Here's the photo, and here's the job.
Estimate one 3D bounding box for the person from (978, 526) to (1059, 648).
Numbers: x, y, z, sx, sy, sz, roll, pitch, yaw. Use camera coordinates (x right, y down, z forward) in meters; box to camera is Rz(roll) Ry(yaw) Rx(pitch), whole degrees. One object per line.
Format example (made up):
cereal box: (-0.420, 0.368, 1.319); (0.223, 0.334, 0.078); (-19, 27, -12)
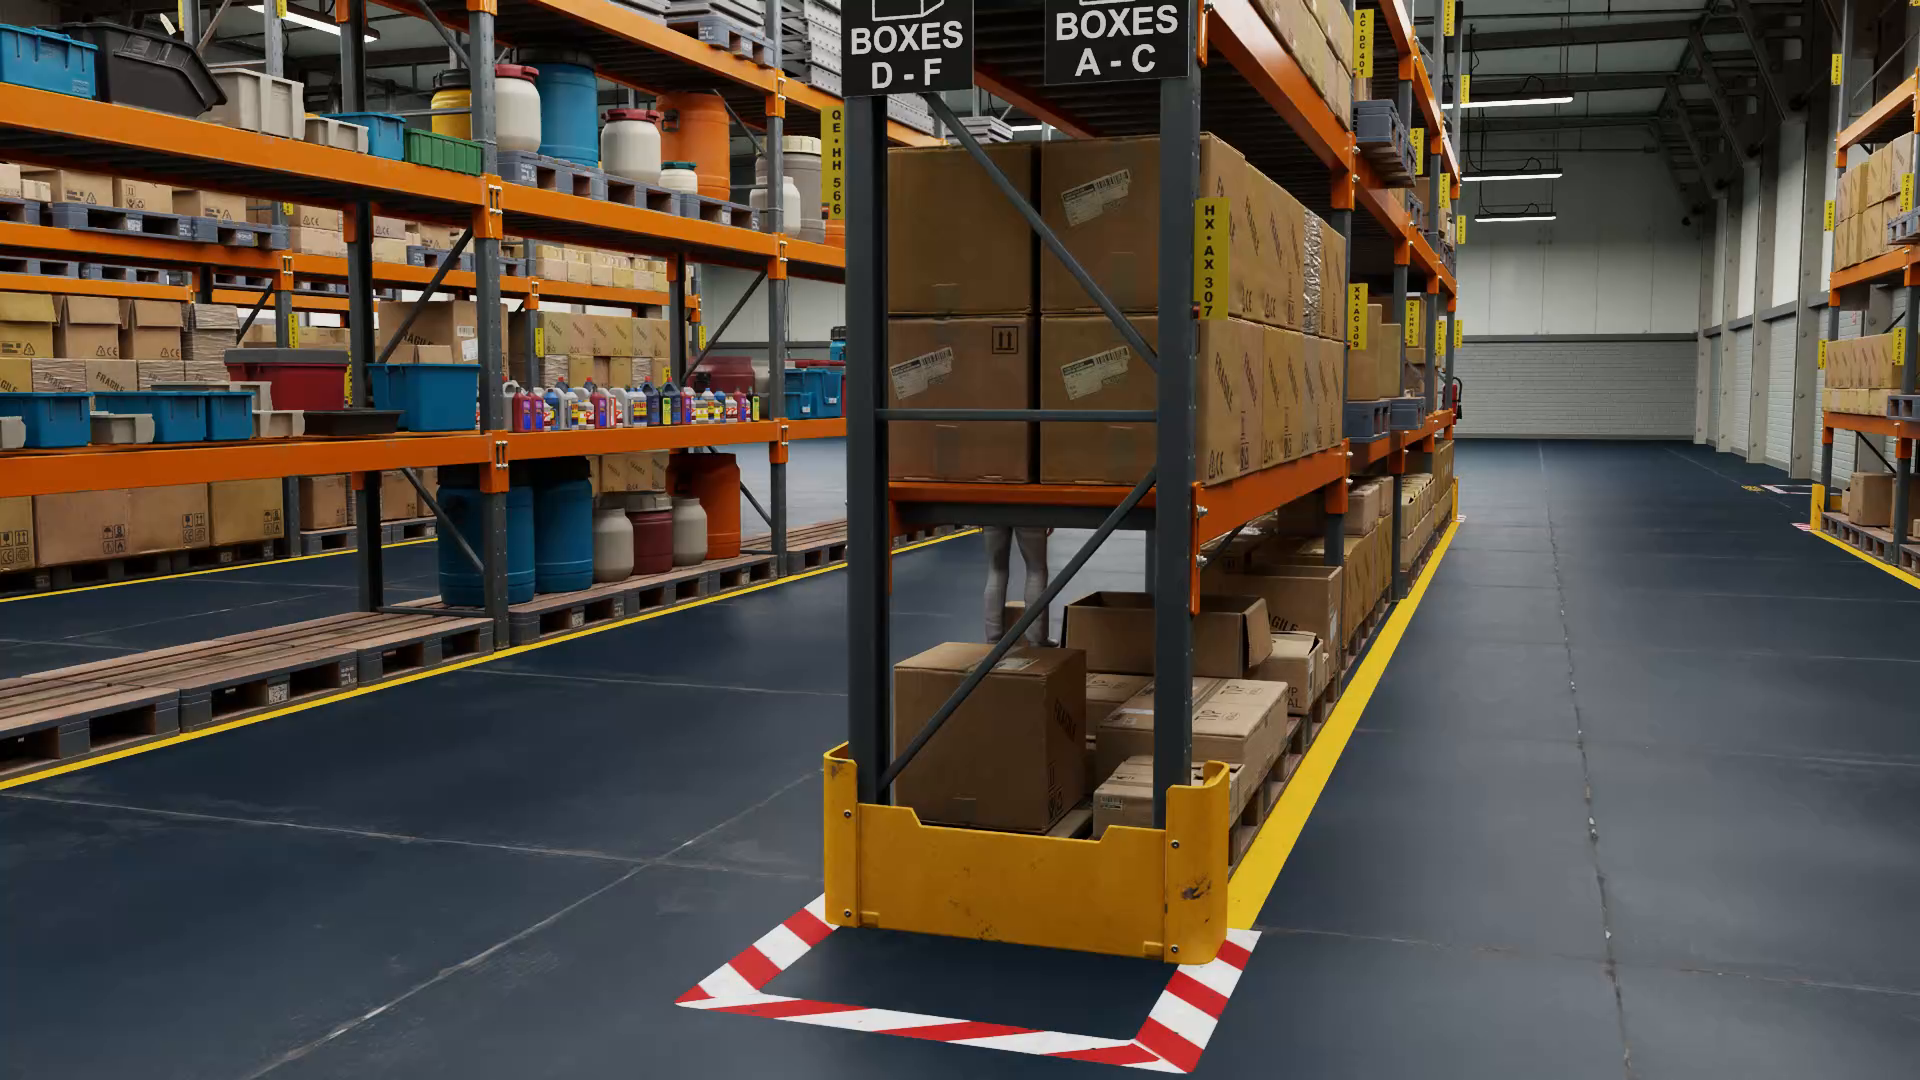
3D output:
person: (0.333, -0.158, 9.959); (0.504, 1.657, 0.394); (2, 6, 18)
